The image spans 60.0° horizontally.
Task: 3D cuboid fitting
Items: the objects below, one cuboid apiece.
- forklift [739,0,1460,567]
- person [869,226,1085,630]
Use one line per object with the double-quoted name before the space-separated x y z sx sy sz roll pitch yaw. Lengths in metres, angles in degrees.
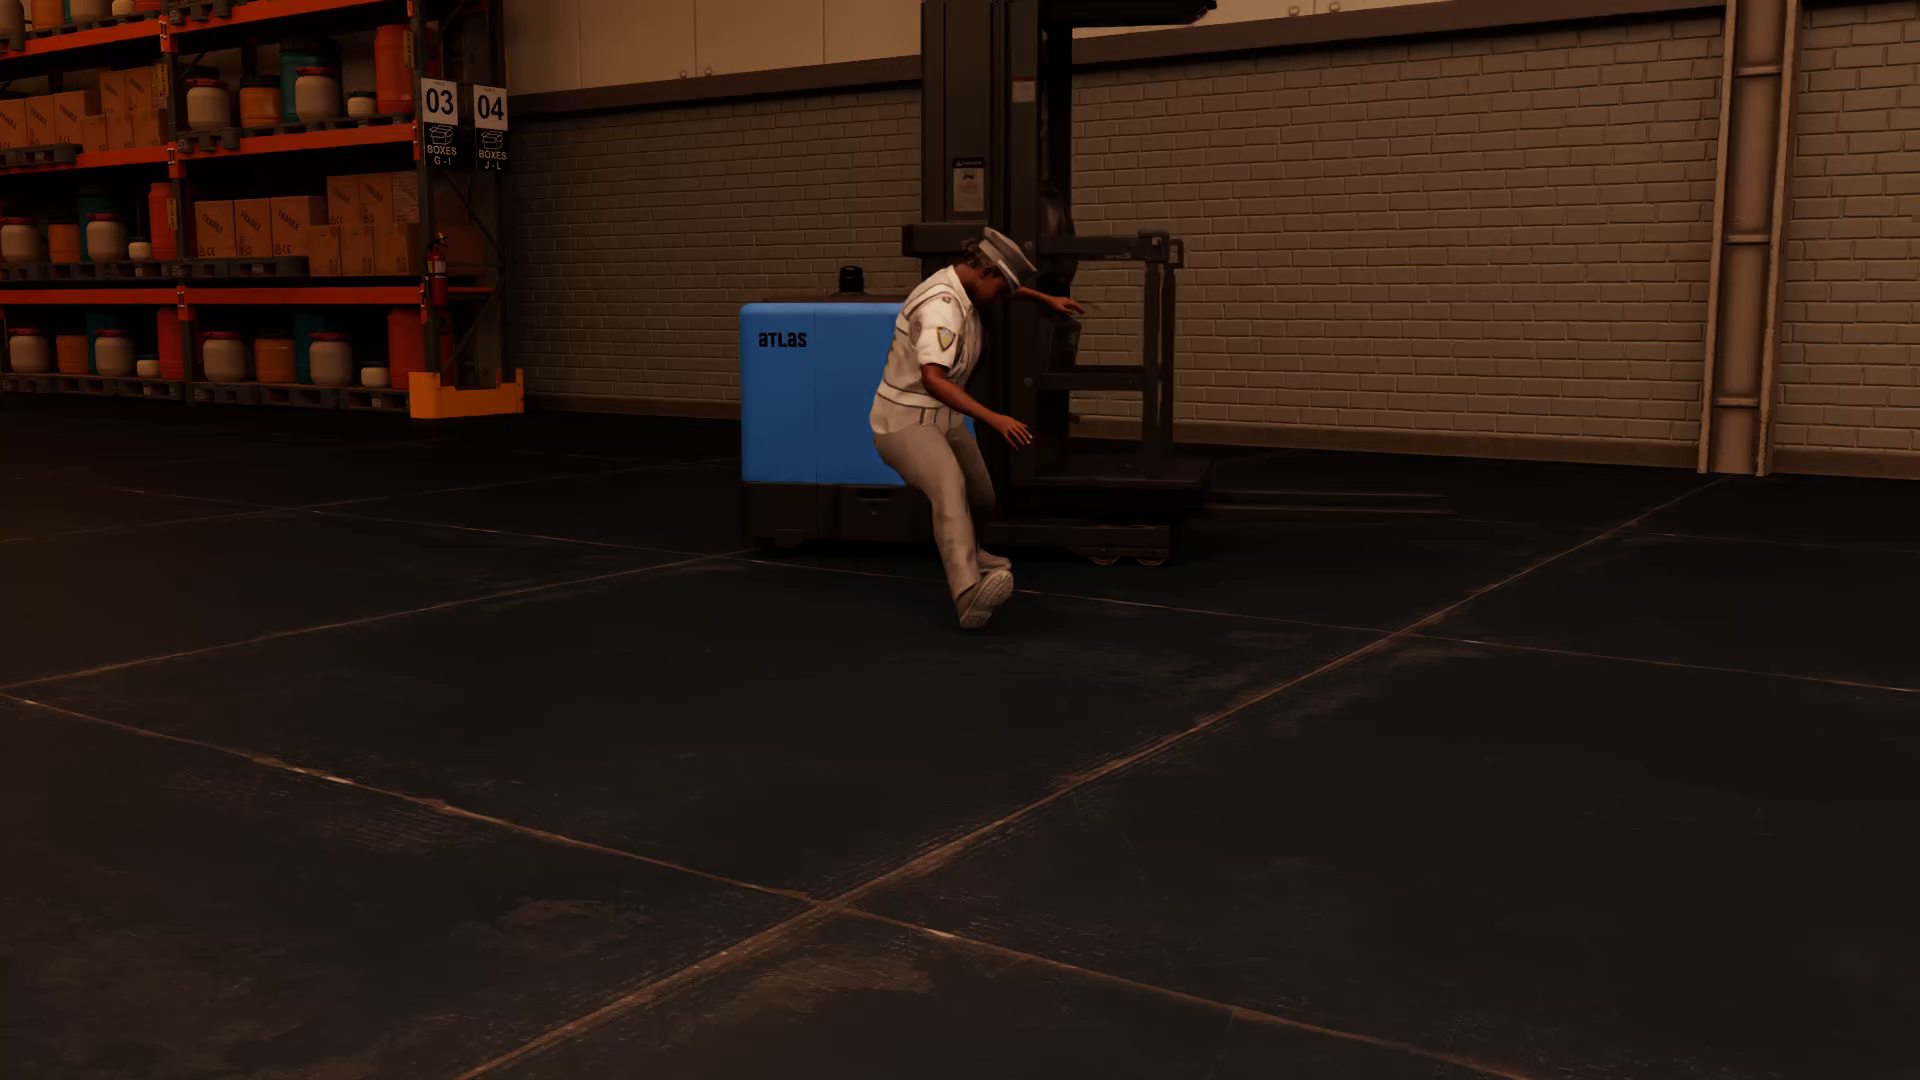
"forklift" 0.610 -1.423 7.199 3.031 2.935 1.130 2 8 11
"person" 0.053 -0.440 5.975 0.795 1.339 1.287 4 9 25
